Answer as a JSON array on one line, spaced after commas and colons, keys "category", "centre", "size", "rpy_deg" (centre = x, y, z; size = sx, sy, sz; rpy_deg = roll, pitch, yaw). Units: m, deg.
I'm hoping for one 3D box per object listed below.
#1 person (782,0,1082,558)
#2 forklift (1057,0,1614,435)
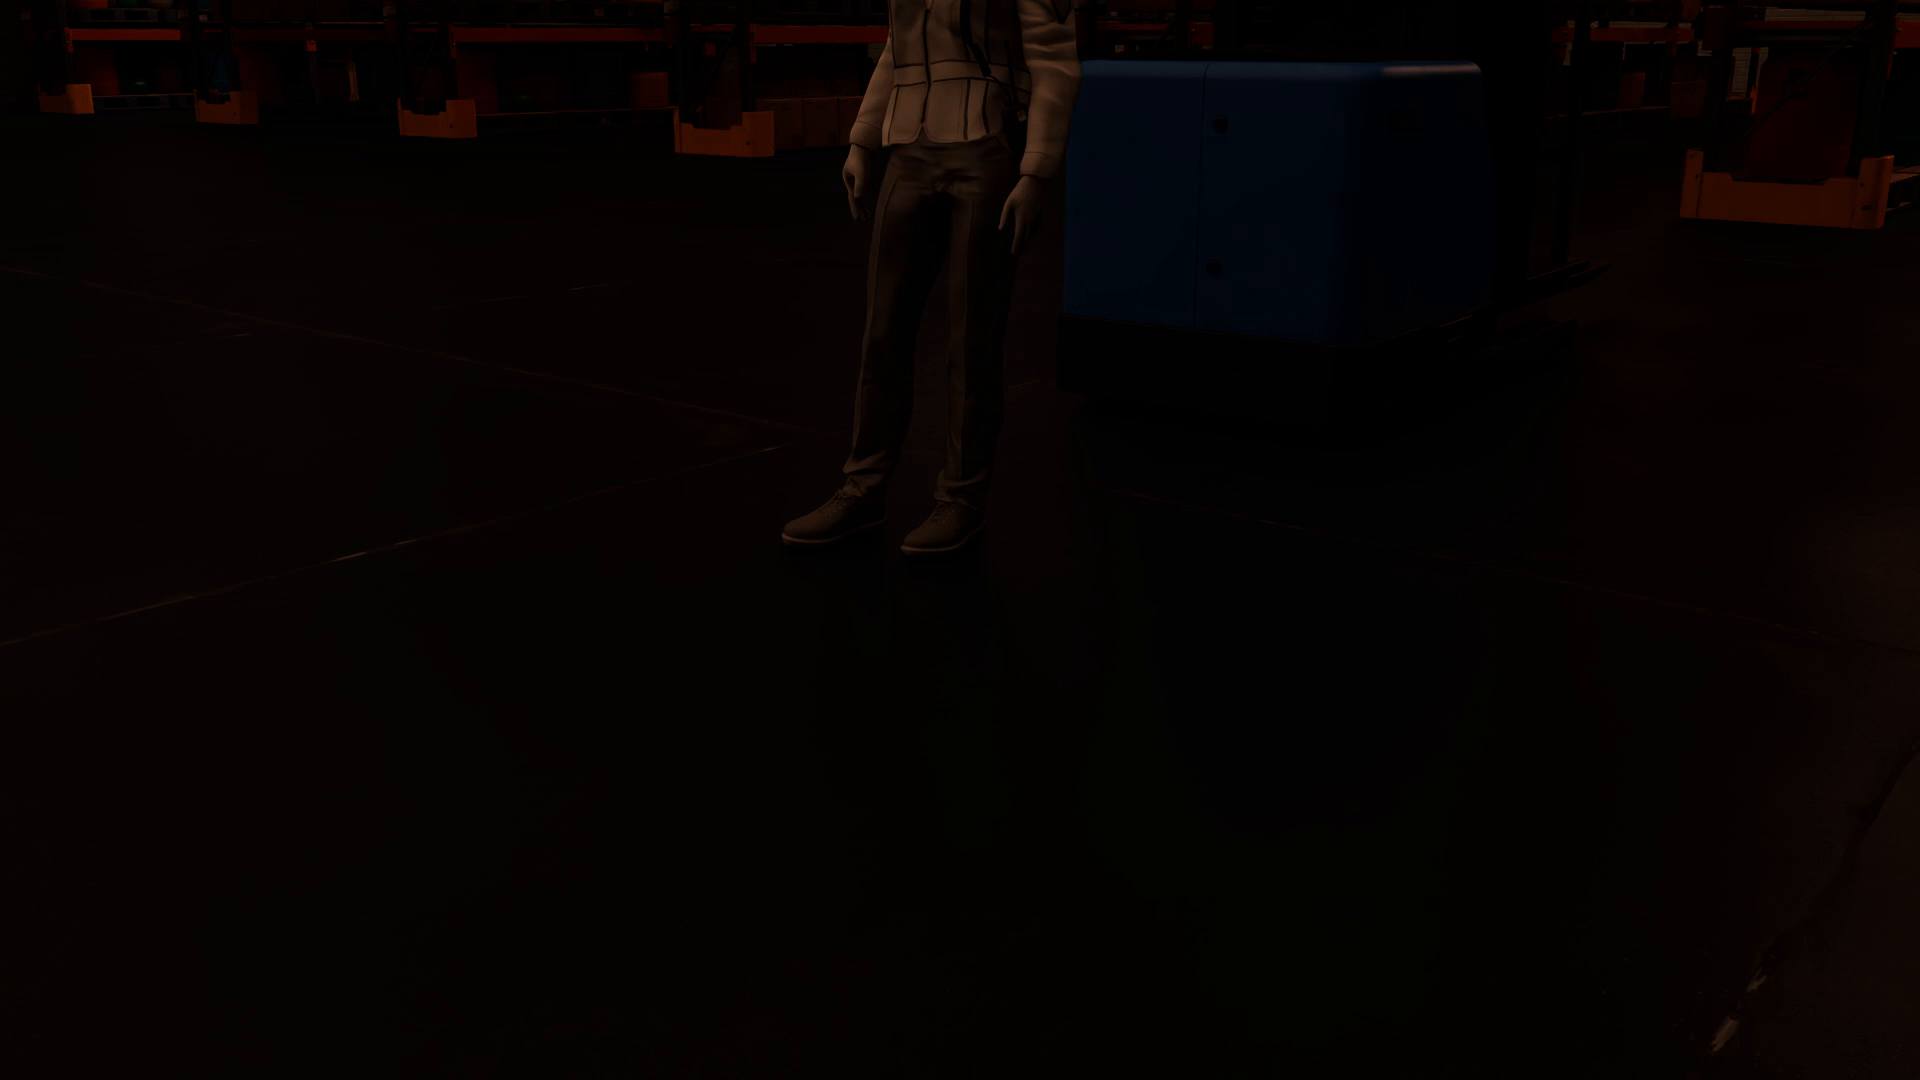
[{"category": "person", "centre": [-0.049, -0.803, 3.647], "size": [0.586, 1.694, 0.530], "rpy_deg": [13, 21, 37]}, {"category": "forklift", "centre": [1.596, -2.076, 5.734], "size": [1.130, 2.935, 3.031], "rpy_deg": [12, 21, 35]}]
